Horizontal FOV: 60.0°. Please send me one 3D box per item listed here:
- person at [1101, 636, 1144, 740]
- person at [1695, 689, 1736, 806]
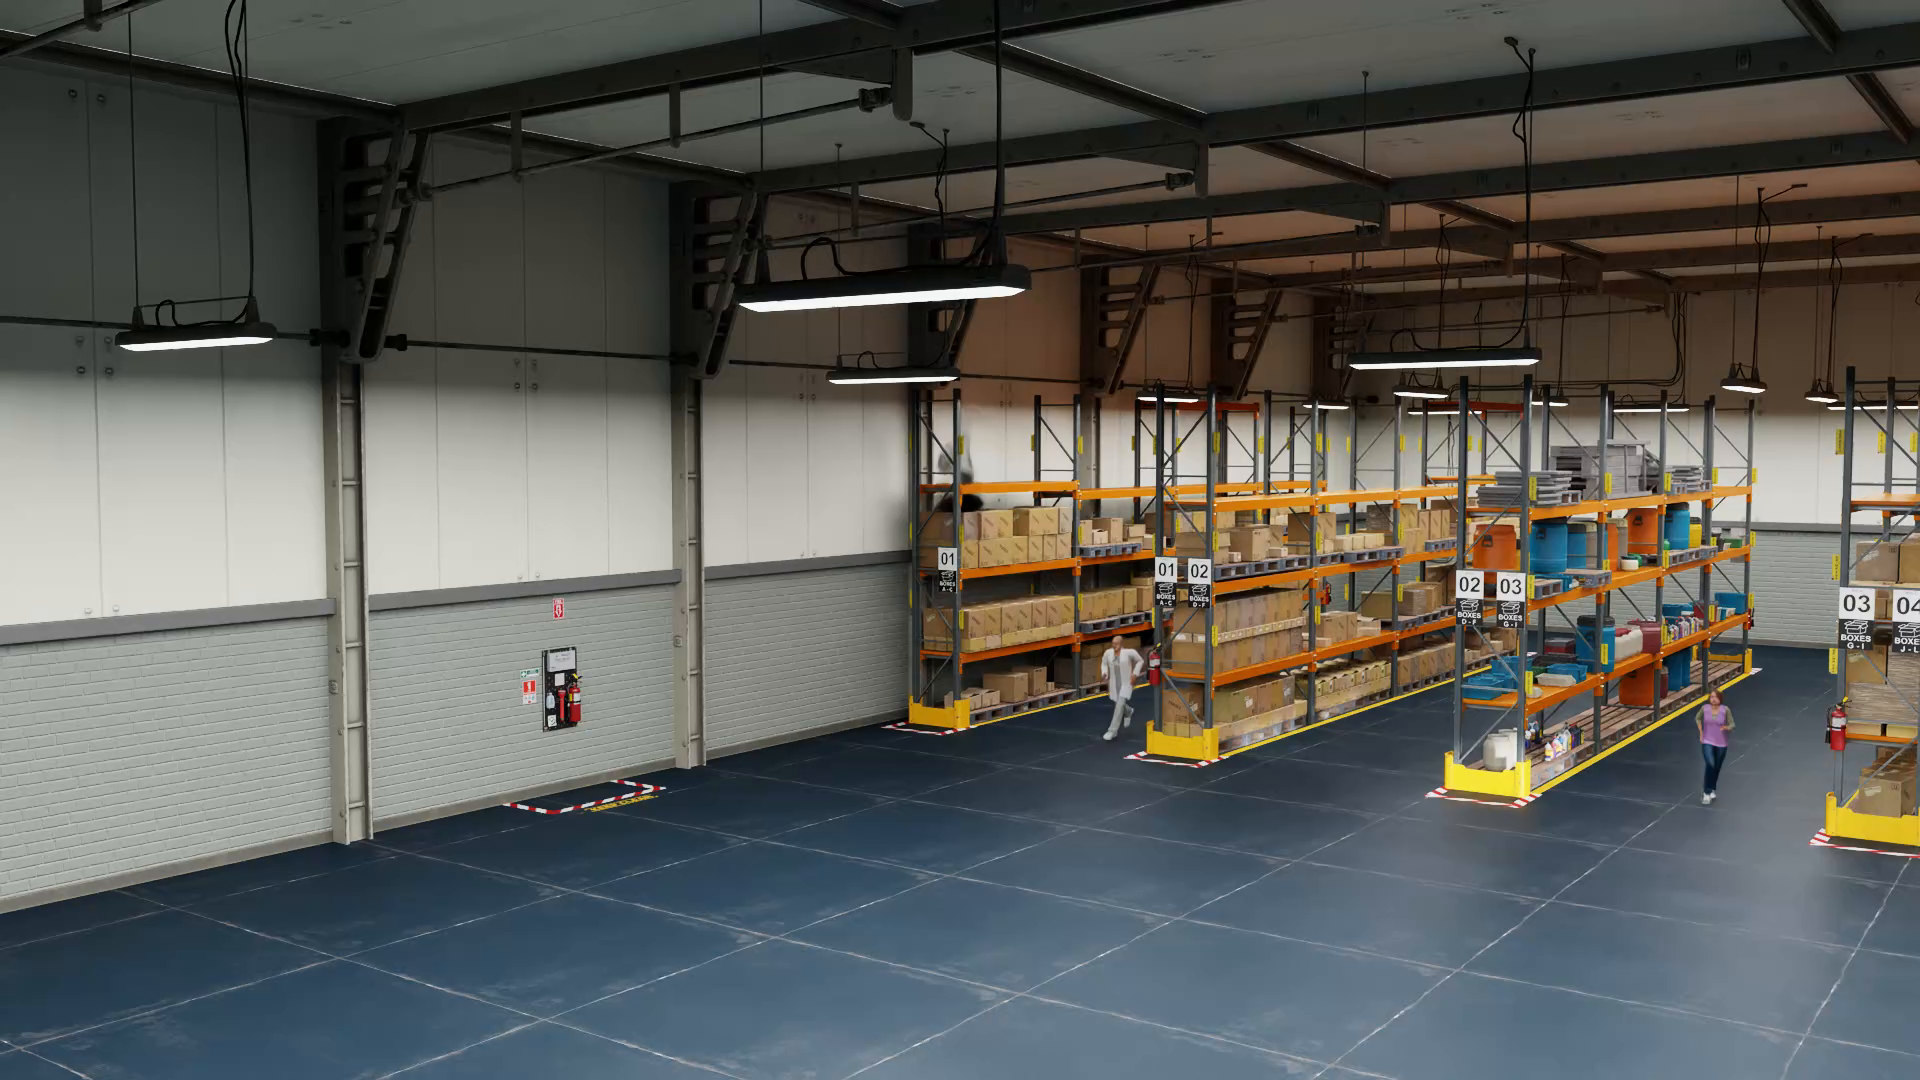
[{"bbox_3d":[2.777,2.498,28.528,0.743,1.739,1.149,2,4,26],"label":"person"},{"bbox_3d":[10.542,2.893,23.214,0.506,1.638,0.697,1,3,19],"label":"person"}]
